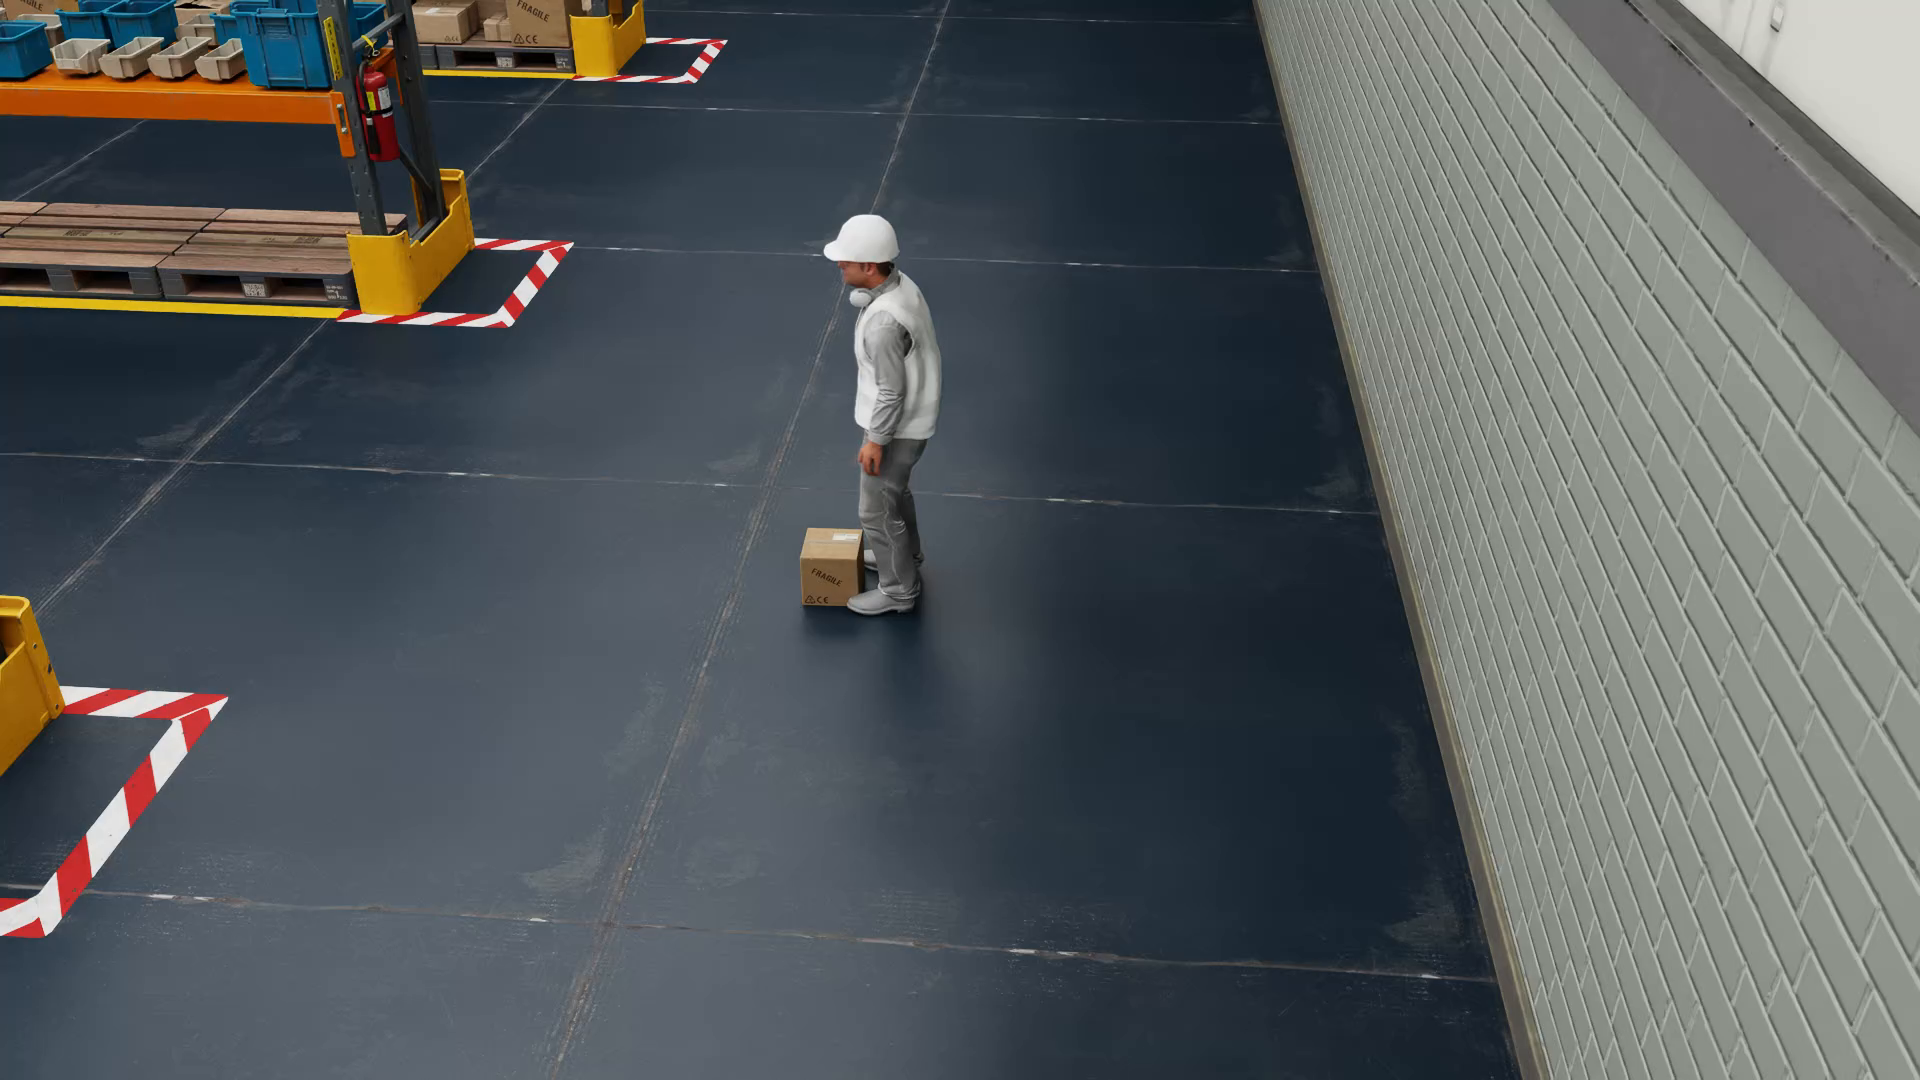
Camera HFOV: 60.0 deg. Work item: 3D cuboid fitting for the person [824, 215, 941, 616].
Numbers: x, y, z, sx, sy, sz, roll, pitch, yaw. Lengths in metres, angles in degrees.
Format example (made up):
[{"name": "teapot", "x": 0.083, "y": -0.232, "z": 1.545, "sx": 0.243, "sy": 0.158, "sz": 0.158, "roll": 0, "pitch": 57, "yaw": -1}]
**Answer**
[{"name": "person", "x": -0.305, "y": -0.516, "z": 6.942, "sx": 0.458, "sy": 1.773, "sz": 0.591, "roll": 1, "pitch": 32, "yaw": 2}]
